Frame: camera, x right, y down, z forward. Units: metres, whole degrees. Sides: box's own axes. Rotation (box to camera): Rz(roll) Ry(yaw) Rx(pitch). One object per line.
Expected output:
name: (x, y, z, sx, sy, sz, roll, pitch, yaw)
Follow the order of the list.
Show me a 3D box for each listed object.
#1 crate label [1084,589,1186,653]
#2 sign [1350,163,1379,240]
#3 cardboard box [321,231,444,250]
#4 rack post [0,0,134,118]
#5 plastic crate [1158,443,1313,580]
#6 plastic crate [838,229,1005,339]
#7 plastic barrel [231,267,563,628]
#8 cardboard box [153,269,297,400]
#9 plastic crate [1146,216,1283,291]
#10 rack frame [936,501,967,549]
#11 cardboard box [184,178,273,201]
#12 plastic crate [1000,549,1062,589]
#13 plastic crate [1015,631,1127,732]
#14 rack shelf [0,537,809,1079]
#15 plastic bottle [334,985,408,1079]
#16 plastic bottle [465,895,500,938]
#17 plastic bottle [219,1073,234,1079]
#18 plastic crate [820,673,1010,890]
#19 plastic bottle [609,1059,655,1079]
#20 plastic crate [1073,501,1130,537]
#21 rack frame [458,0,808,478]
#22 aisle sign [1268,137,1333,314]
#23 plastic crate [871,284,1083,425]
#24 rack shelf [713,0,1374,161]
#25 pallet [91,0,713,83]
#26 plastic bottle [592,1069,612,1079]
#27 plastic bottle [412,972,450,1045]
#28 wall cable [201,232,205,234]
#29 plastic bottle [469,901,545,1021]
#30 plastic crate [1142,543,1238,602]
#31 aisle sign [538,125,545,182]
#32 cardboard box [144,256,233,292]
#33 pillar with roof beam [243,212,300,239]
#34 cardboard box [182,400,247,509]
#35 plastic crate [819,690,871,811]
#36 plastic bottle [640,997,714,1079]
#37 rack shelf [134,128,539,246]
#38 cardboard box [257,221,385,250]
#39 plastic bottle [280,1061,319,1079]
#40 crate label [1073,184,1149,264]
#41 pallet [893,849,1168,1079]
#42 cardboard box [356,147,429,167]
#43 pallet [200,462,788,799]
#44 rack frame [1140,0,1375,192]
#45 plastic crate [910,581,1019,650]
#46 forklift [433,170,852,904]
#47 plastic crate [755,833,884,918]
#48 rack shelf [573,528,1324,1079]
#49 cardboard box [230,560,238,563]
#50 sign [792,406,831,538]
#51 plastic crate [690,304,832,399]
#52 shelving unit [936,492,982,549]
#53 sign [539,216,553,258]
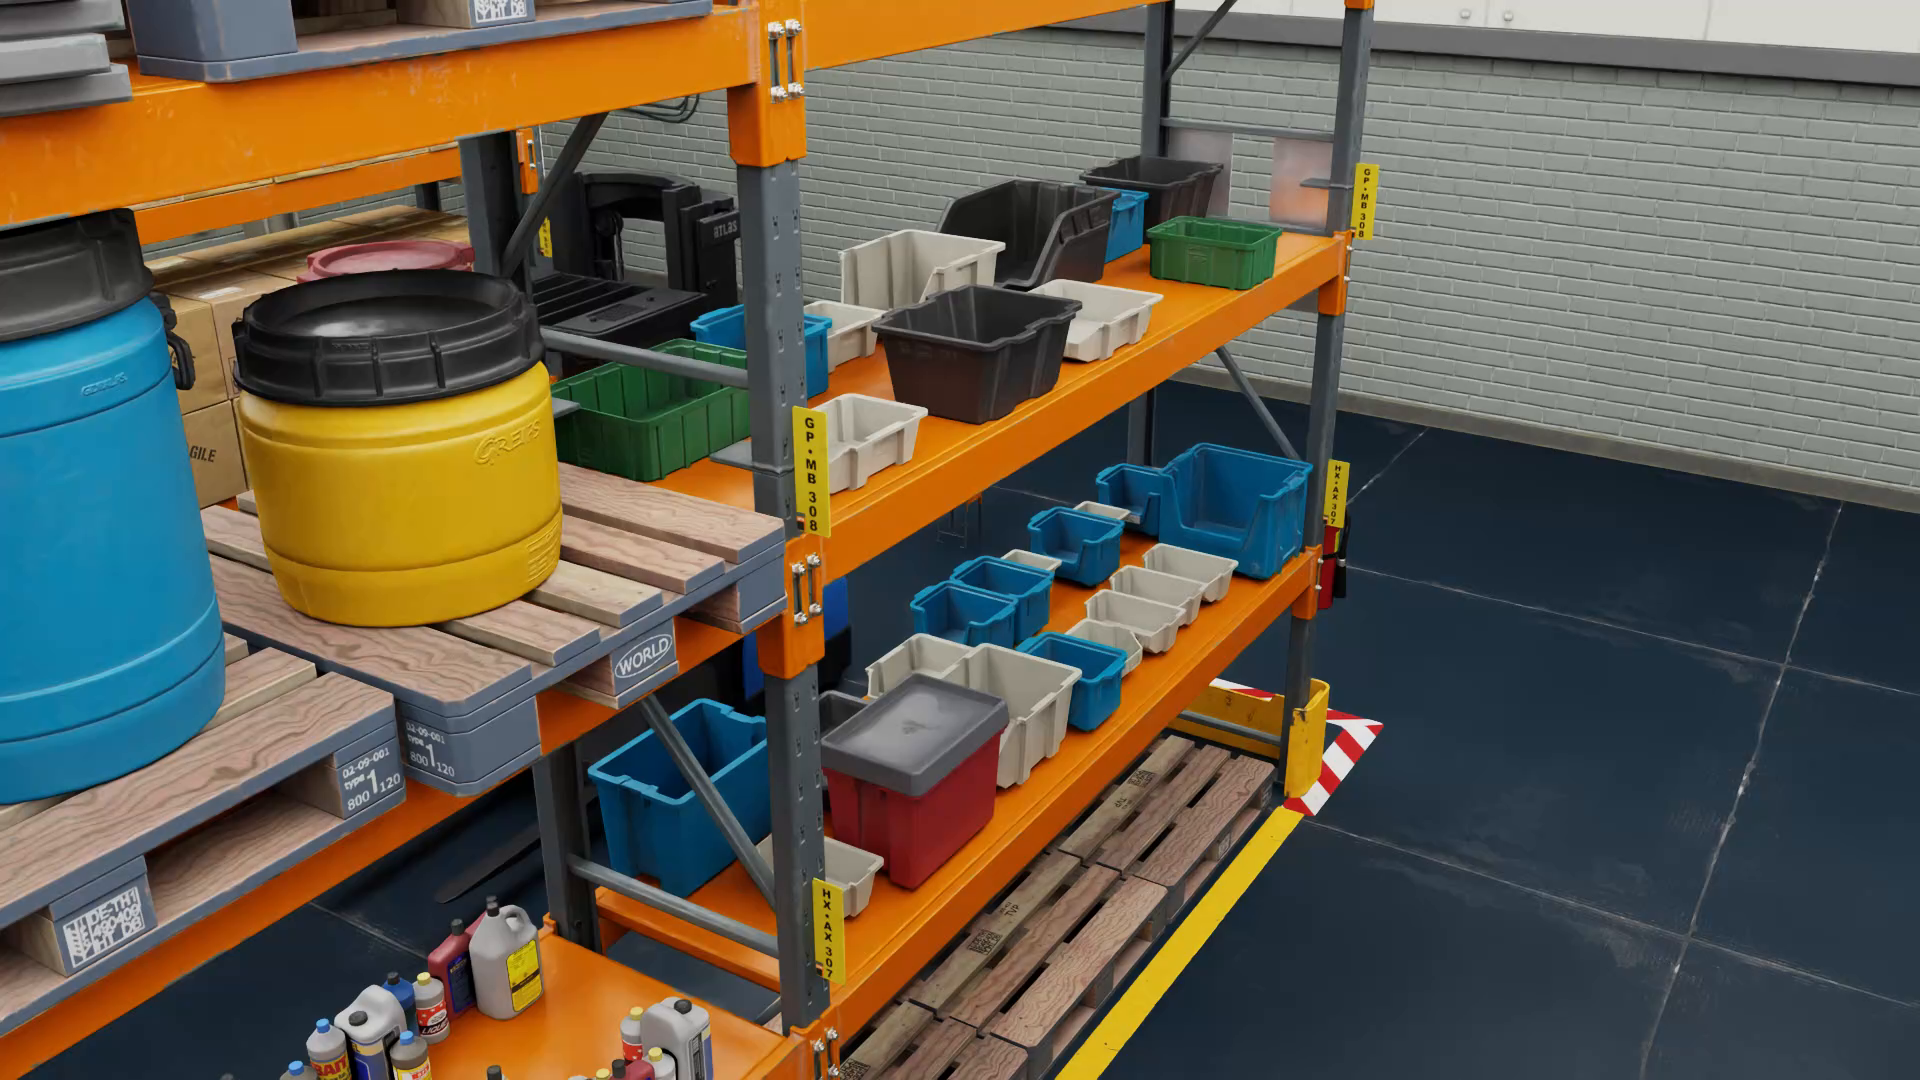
crate label: (0.713, 0.350, 6.922, 0.396, 0.136, 0.243, 14, 27, 29)
sign: (1.757, -1.469, 7.224, 0.100, 0.325, 0.005, 14, 27, 29)
cardboard box: (-3.192, -1.416, 9.361, 0.500, 0.500, 0.500, 15, 27, 30)
rack post: (-1.789, -0.714, 2.202, 0.937, 0.300, 0.954, 17, 29, 34)
plastic crate: (1.263, -0.142, 7.683, 0.616, 0.435, 0.499, 14, 27, 29)
plastic crate: (-0.151, -0.889, 5.902, 0.437, 0.282, 0.530, 14, 27, 29)
plastic barrel: (-1.138, -0.206, 3.408, 0.600, 0.588, 0.600, 0, 23, 0)
cardboard box: (-3.733, -1.067, 8.554, 0.500, 0.500, 0.500, 15, 27, 31)
plastic crate: (1.003, -1.137, 6.592, 0.450, 0.188, 0.336, 14, 27, 29)
rack frame: (-0.056, -0.515, 10.929, 0.240, 1.200, 0.006, 14, 27, 29)
cardboard box: (-3.776, -1.866, 8.197, 0.500, 0.250, 0.500, 14, 27, 29)
plastic crate: (0.274, 0.177, 7.322, 0.250, 0.136, 0.298, 14, 27, 29)
plastic crate: (0.415, 0.546, 6.349, 0.416, 0.233, 0.300, 14, 27, 29)
rack shelf: (-1.884, 0.728, 2.922, 1.077, 0.370, 4.000, 14, 27, 29)
plastic bottle: (-1.590, 1.356, 4.498, 0.152, 0.276, 0.135, 14, 27, 29)
plastic bottle: (-1.385, 1.187, 4.878, 0.061, 0.283, 0.133, 14, 27, 29)
plastic bottle: (-1.854, 1.487, 4.186, 0.061, 0.283, 0.133, 14, 27, 29)
plastic crate: (-0.145, 0.794, 5.485, 0.402, 0.464, 0.583, 14, 27, 29)
plastic bottle: (-0.846, 1.441, 4.292, 0.061, 0.283, 0.133, 14, 27, 29)
plastic crate: (0.631, -0.052, 7.851, 0.250, 0.136, 0.298, 14, 27, 29)
rack frame: (-0.829, -1.654, 3.743, 1.000, 3.000, 0.127, 14, 27, 29)
aisle sign: (1.568, -1.407, 7.451, 0.394, 0.787, 0.004, 14, 27, 29)
plastic crate: (0.059, -0.579, 5.200, 0.497, 0.269, 0.590, 14, 27, 29)
rack shelf: (0.226, -1.815, 5.524, 1.077, 0.370, 4.000, 14, 27, 29)
pallet: (-1.240, -1.098, 3.200, 1.003, 0.211, 1.213, 14, 27, 29)
plastic bottle: (-0.922, 1.469, 4.332, 0.097, 0.201, 0.097, 0, 23, 0)
plastic bottle: (-1.501, 1.313, 4.692, 0.097, 0.201, 0.097, 0, 23, 0)
wall cable: (-7.264, -3.423, 14.103, 0.084, 1.984, 1.851, 14, 27, 29)
plastic bottle: (-1.312, 1.187, 4.795, 0.144, 0.351, 0.185, 14, 27, 29)
plastic crate: (1.004, 0.156, 7.370, 0.396, 0.136, 0.243, 14, 27, 29)
aisle sign: (-2.629, -2.442, 9.842, 0.394, 0.787, 0.004, 14, 27, 29)
cardboard box: (-4.188, -1.183, 8.822, 0.500, 0.500, 0.500, 14, 27, 28)
pillar with roof beam: (-2.789, -5.270, 12.097, 9.100, 9.000, 0.400, 14, 27, 29)
cardboard box: (-4.002, -0.443, 8.371, 0.500, 0.500, 0.500, 14, 27, 29)
plastic crate: (-0.467, 0.764, 5.980, 0.437, 0.125, 0.590, 14, 27, 29)
plastic bottle: (-0.762, 1.357, 4.496, 0.152, 0.276, 0.135, 14, 27, 29)
rack shelf: (-3.980, -1.661, 8.442, 1.077, 0.370, 4.000, 14, 27, 29)
cardboard box: (-3.653, -1.522, 9.606, 0.500, 0.500, 0.500, 14, 27, 29)
plastic bottle: (-1.726, 1.457, 4.359, 0.097, 0.201, 0.097, 0, 23, 0)
crate label: (0.520, -1.315, 6.924, 0.408, 0.251, 0.502, 14, 27, 29)
pallet: (0.168, 1.709, 7.036, 1.003, 0.211, 1.213, 14, 27, 29)
cardboard box: (-3.245, -2.203, 8.975, 0.500, 0.250, 0.500, 14, 27, 29)
pallet: (-1.160, 0.095, 3.718, 1.213, 0.211, 1.003, 14, 27, 29)
rack frame: (1.281, -3.004, 6.861, 1.000, 3.000, 0.127, 14, 27, 29)
plastic crate: (0.018, 0.359, 6.781, 0.416, 0.233, 0.300, 14, 27, 29)
forklift: (-1.768, -0.177, 7.970, 1.130, 2.935, 3.031, 12, 26, 26)
plastic crate: (-0.462, 1.066, 5.269, 0.396, 0.136, 0.243, 14, 27, 29)
rack shelf: (0.226, 0.755, 6.637, 1.077, 0.370, 4.000, 14, 27, 29)
cardboard box: (-4.049, 0.369, 9.211, 0.797, 0.503, 0.637, 14, 27, 29)
sign: (-0.363, -0.165, 4.069, 0.100, 0.325, 0.005, 14, 27, 29)
plastic crate: (-0.620, -0.574, 5.236, 0.416, 0.233, 0.300, 14, 27, 29)
shelving unit: (-0.008, -0.546, 11.000, 0.258, 1.200, 0.189, 14, 27, 29)
sign: (-2.464, -1.843, 9.877, 0.100, 0.325, 0.005, 14, 27, 29)
